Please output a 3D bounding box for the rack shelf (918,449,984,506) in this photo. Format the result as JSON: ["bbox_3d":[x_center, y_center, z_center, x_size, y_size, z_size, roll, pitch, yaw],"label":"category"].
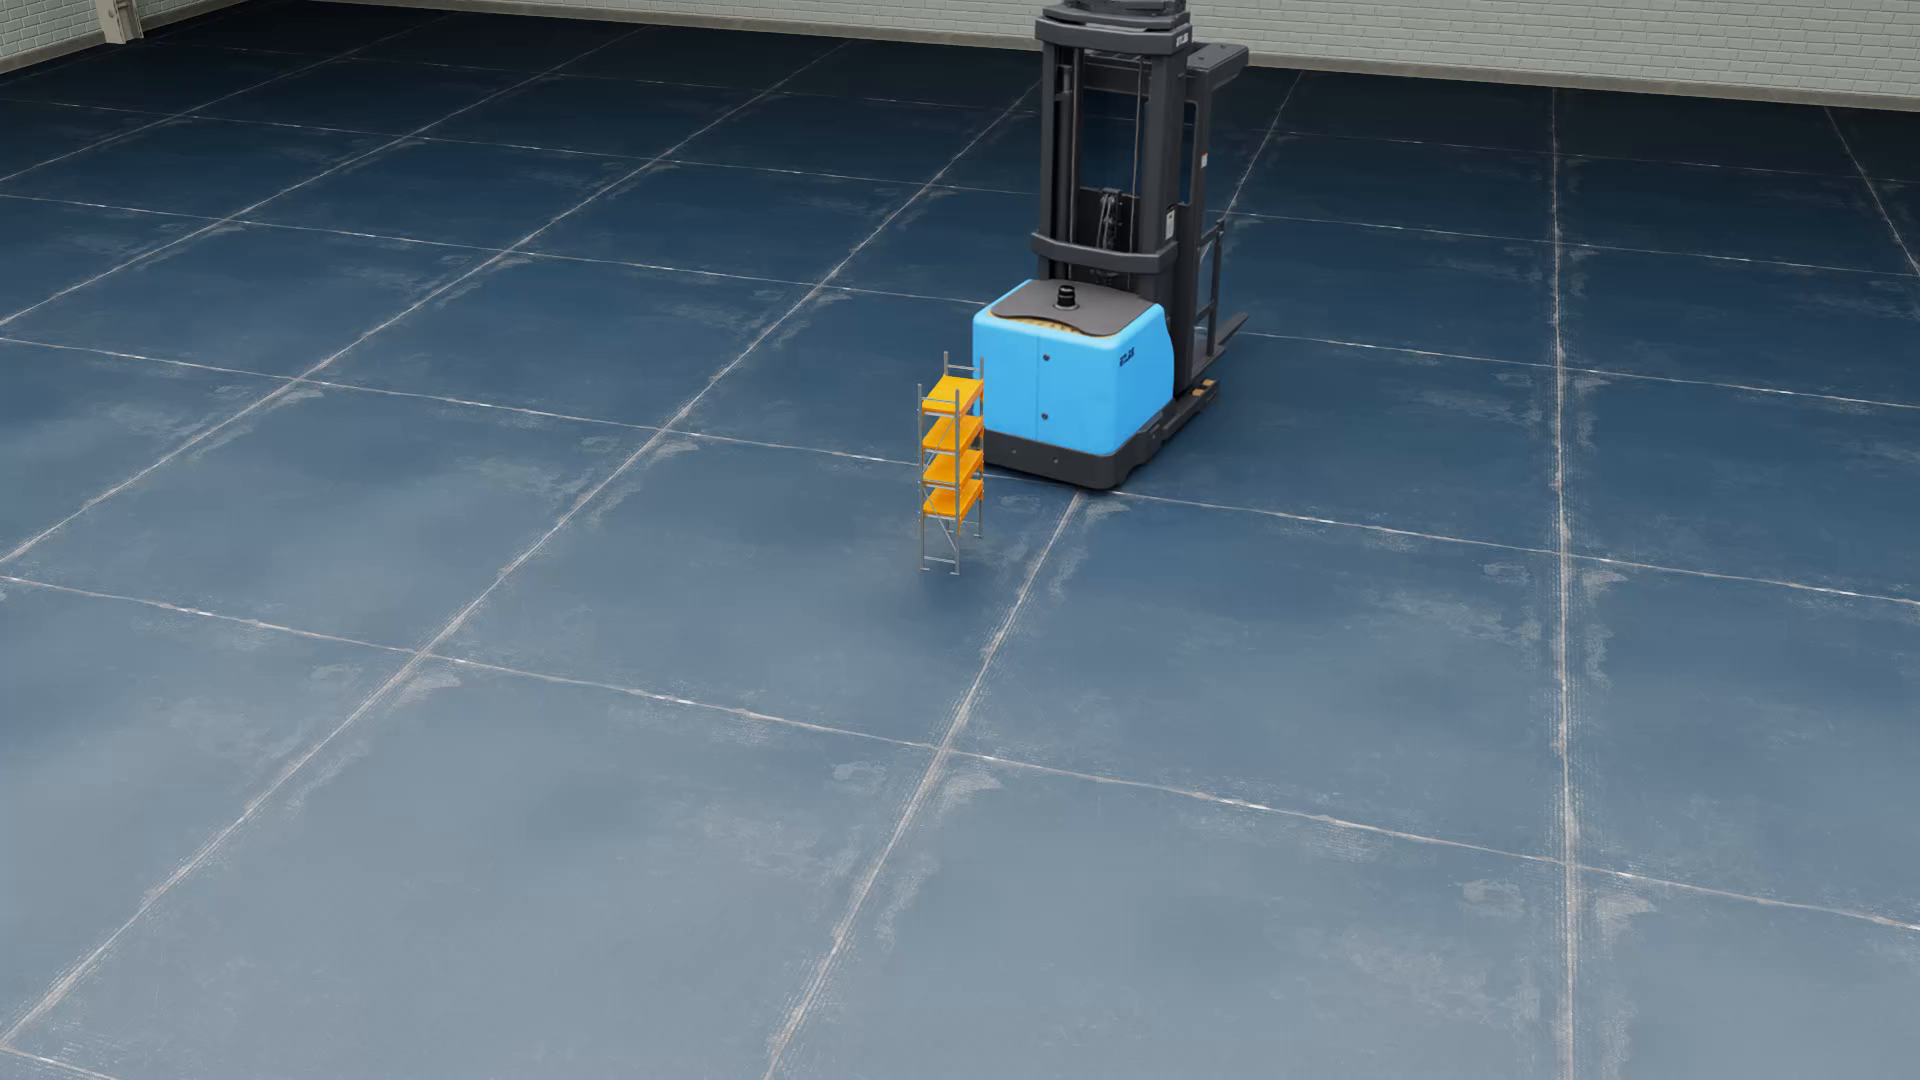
[{"bbox_3d":[-0.049,-0.389,9.853,0.258,0.148,0.480,8,30,15],"label":"rack shelf"}]

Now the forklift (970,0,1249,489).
[{"bbox_3d":[1.226,-2.292,11.355,1.130,2.935,3.031,15,32,25],"label":"forklift"}]

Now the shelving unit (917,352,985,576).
[{"bbox_3d":[-0.049,-0.447,9.820,0.258,1.200,0.503,8,30,15],"label":"shelving unit"}]

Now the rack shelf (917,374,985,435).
[{"bbox_3d":[-0.049,-0.791,9.629,0.258,0.148,0.480,8,30,15],"label":"rack shelf"}]

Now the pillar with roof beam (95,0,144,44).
[{"bbox_3d":[-7.097,-10.029,19.022,9.100,9.000,0.400,8,30,15],"label":"pillar with roof beam"}]

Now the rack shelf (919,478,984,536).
[{"bbox_3d":[-0.049,-0.215,9.949,0.258,0.148,0.480,8,30,15],"label":"rack shelf"}]

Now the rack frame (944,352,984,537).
[{"bbox_3d":[0.023,-0.561,10.024,0.240,1.200,0.015,8,30,15],"label":"rack frame"}]

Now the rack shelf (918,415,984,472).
[{"bbox_3d":[-0.049,-0.584,9.744,0.258,0.148,0.480,8,30,15],"label":"rack shelf"}]

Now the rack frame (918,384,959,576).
[{"bbox_3d":[-0.120,-0.334,9.616,0.240,1.200,0.015,8,30,15],"label":"rack frame"}]
